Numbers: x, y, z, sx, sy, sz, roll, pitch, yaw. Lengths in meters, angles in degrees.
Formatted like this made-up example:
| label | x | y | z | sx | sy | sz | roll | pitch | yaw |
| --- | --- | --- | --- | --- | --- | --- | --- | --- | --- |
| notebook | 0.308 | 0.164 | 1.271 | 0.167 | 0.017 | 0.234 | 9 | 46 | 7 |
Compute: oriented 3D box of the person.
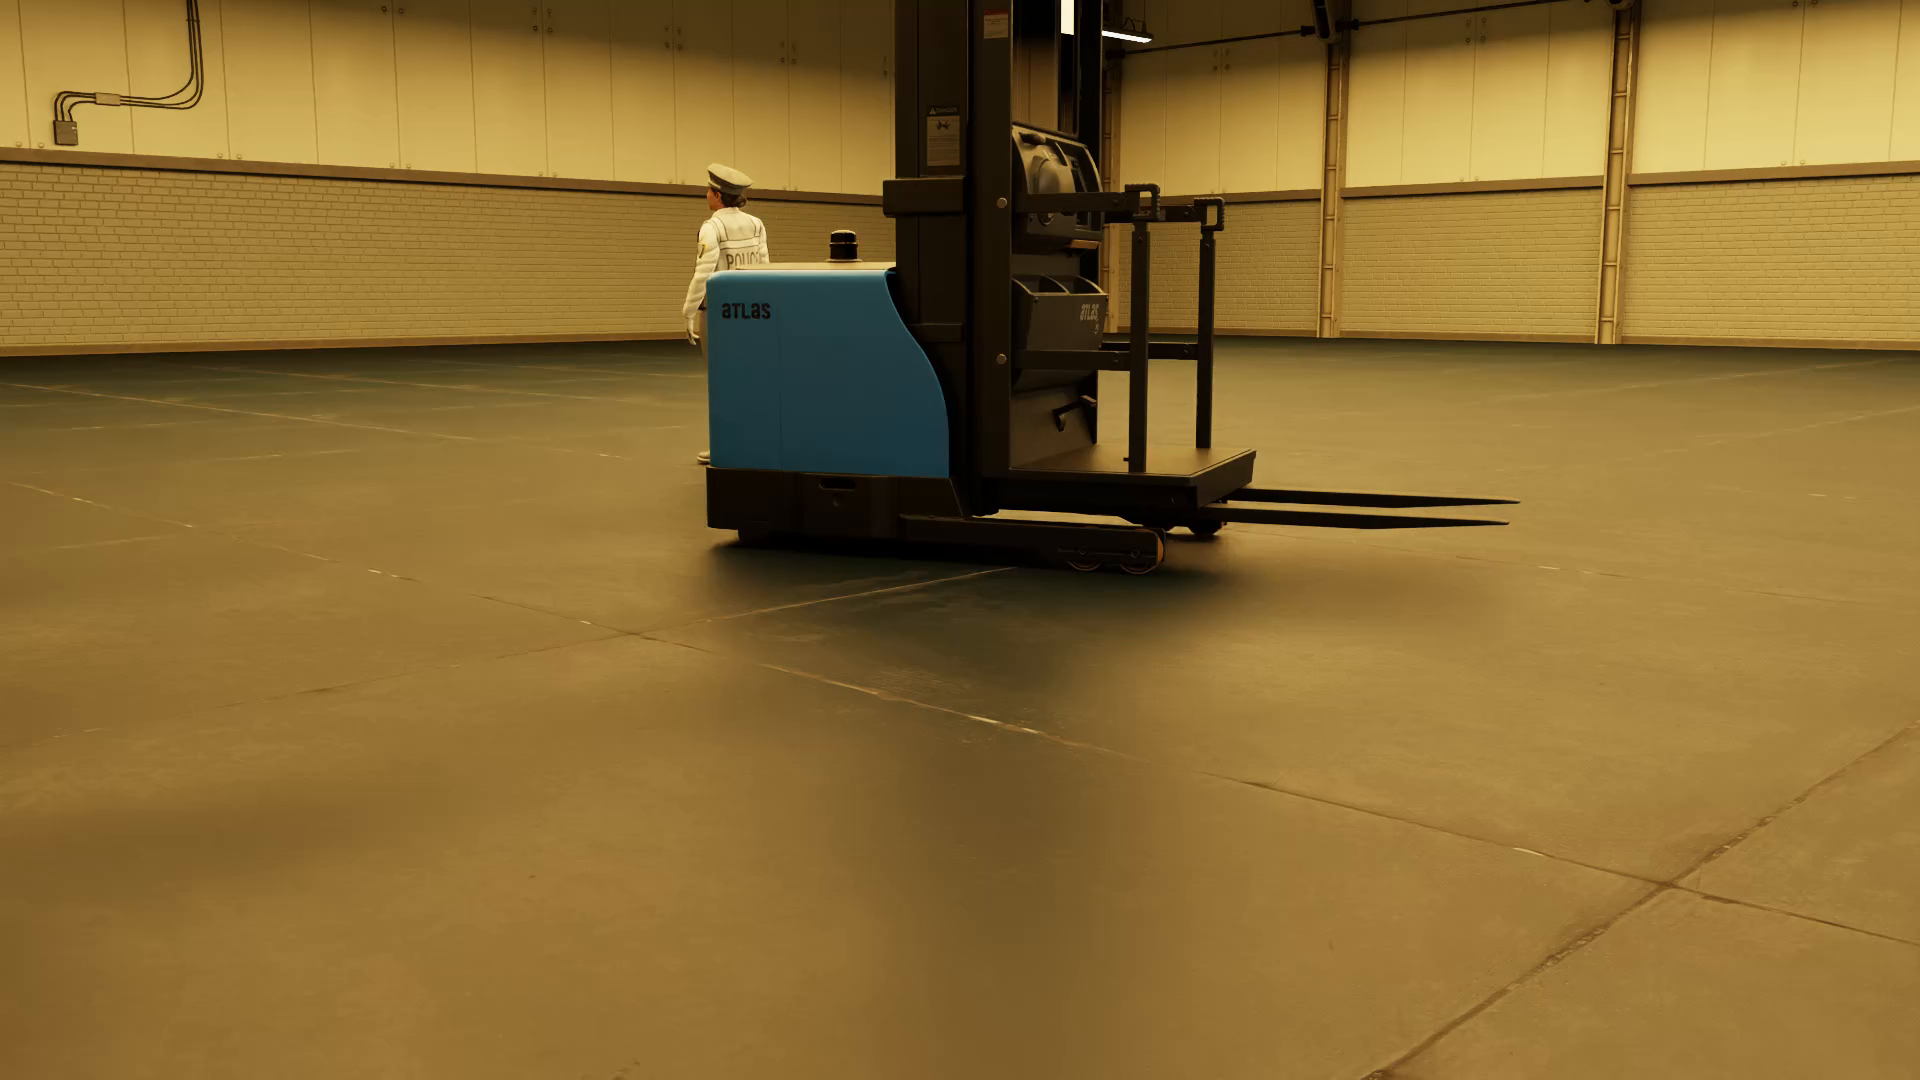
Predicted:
| label | x | y | z | sx | sy | sz | roll | pitch | yaw |
| --- | --- | --- | --- | --- | --- | --- | --- | --- | --- |
| person | -1.378 | -1.288 | 9.531 | 0.530 | 1.693 | 0.587 | 7 | 11 | 39 |

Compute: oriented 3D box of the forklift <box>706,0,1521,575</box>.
| label | x | y | z | sx | sy | sz | roll | pitch | yaw |
| --- | --- | --- | --- | --- | --- | --- | --- | --- | --- |
| forklift | 0.565 | -1.416 | 6.275 | 3.031 | 2.935 | 1.130 | 3 | 9 | 22 |
